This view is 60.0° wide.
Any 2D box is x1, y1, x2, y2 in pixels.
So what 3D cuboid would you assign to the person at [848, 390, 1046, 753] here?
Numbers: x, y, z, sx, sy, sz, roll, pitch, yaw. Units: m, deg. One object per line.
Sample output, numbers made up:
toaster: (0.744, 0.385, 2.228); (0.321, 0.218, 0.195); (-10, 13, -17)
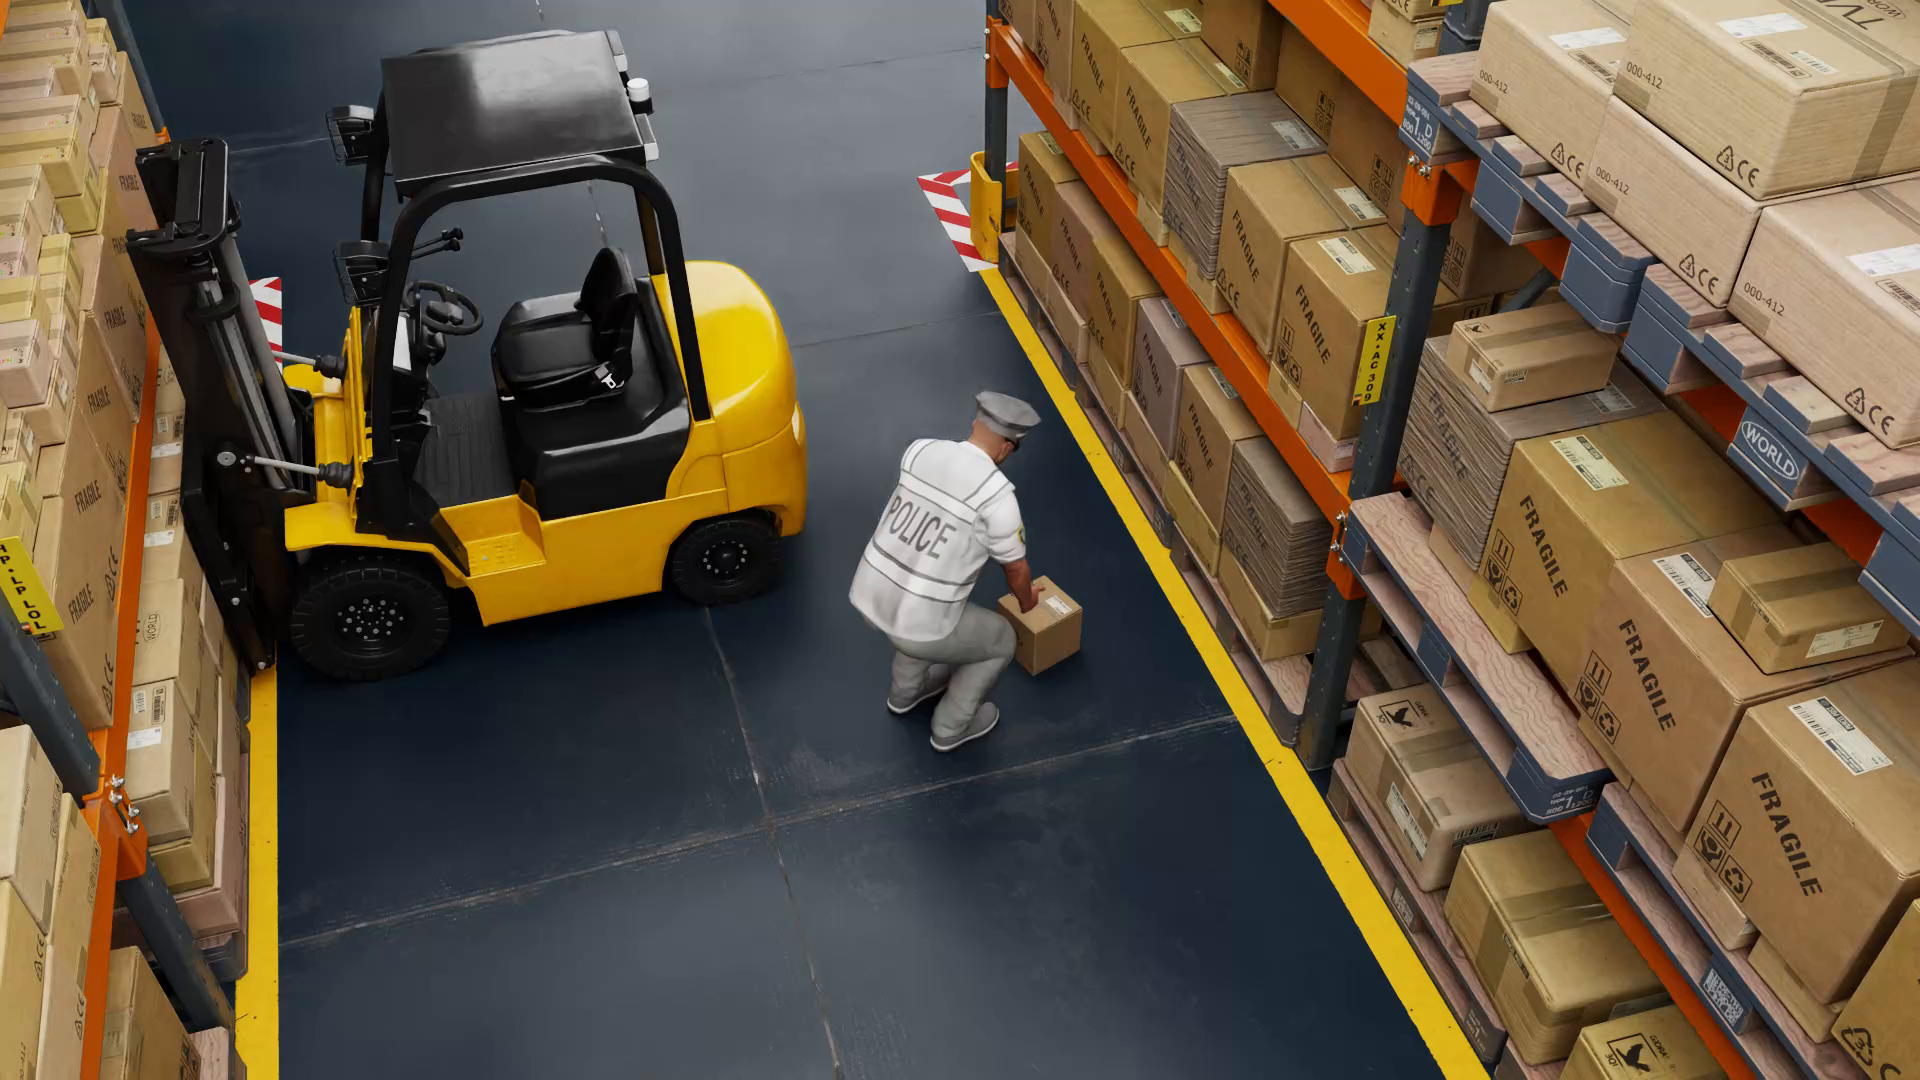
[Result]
person: (-0.046, 0.130, 6.293); (0.826, 1.381, 0.590); (-31, 50, -30)
